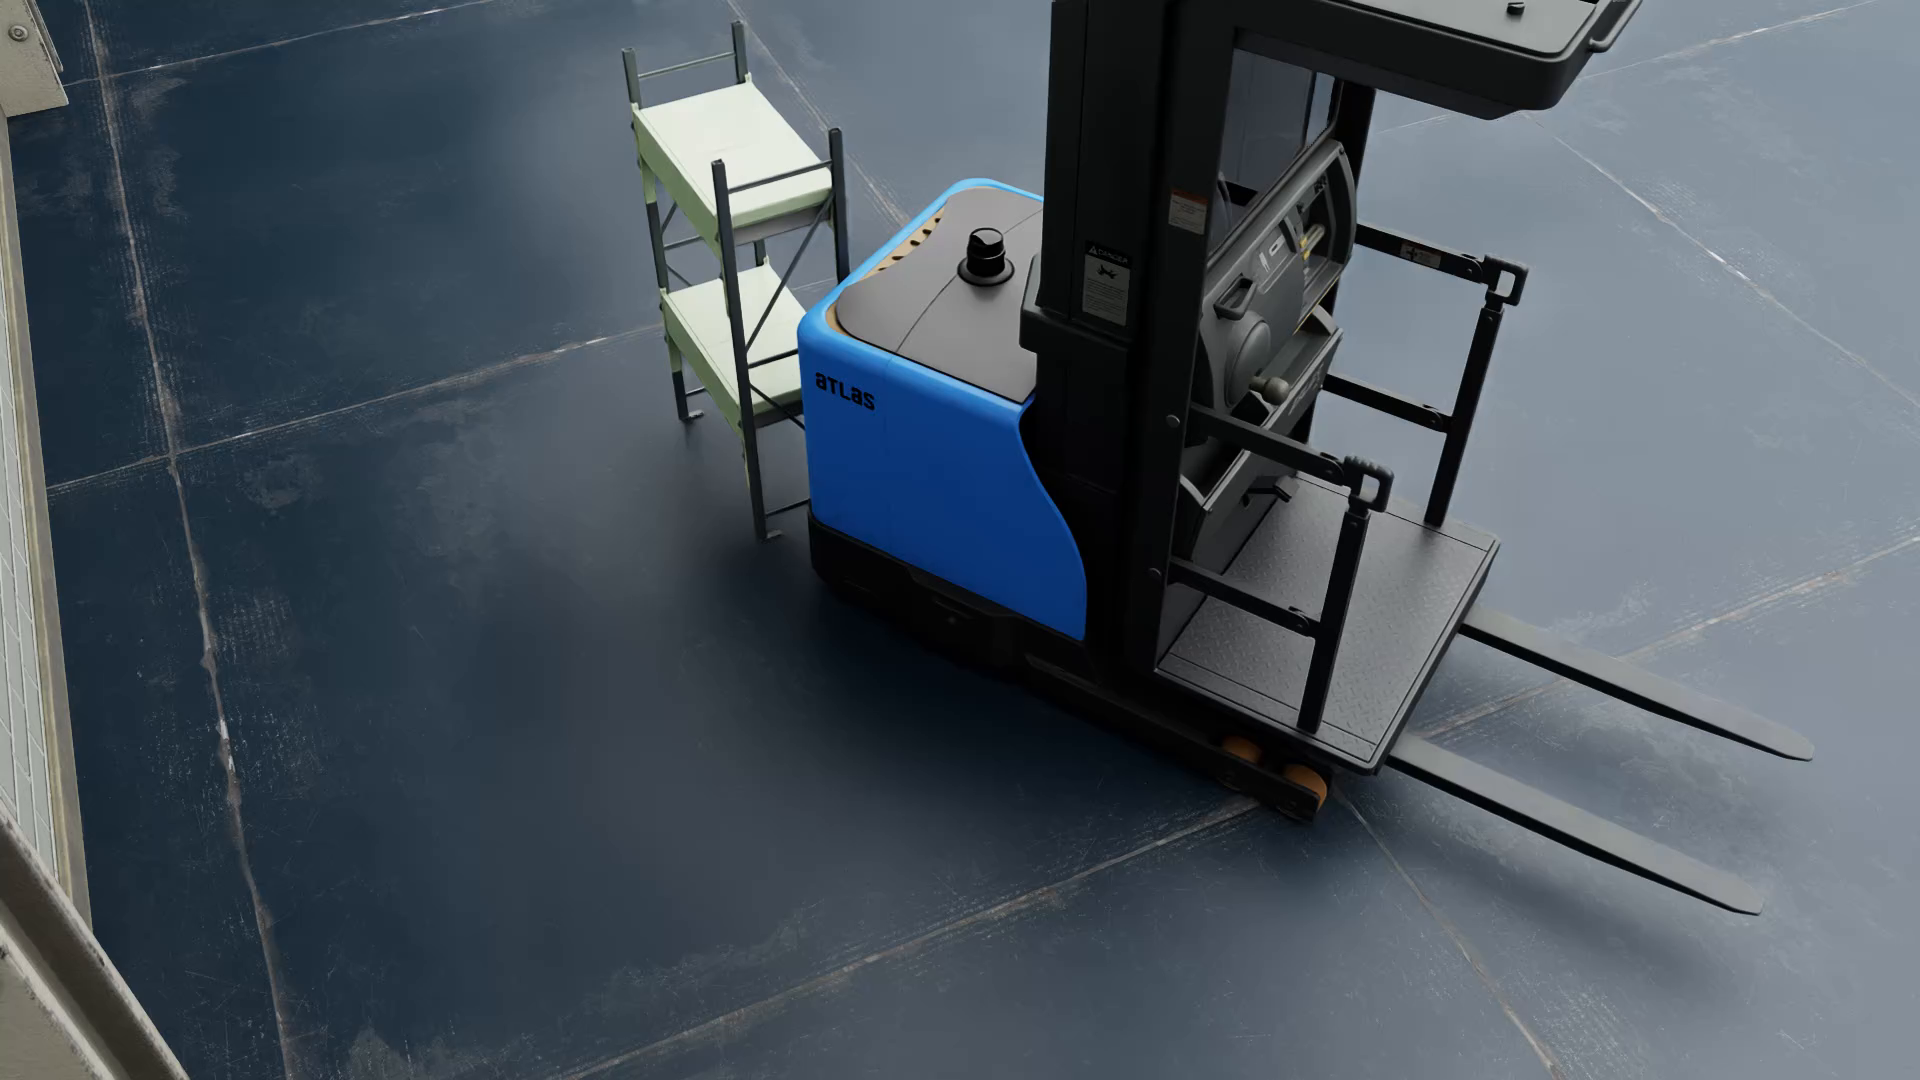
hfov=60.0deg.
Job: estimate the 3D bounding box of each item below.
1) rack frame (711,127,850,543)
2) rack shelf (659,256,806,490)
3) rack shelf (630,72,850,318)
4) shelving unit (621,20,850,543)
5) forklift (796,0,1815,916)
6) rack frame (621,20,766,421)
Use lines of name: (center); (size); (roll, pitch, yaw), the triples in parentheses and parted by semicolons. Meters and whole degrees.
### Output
rack frame: (-0.524, -0.595, 5.285); (0.400, 1.500, 0.023); (-21, 48, -20)
rack shelf: (-0.696, -0.590, 5.744); (0.431, 0.370, 0.720); (-21, 48, -20)
rack shelf: (-0.696, -1.100, 5.241); (0.431, 0.370, 0.720); (-21, 48, -20)
shelving unit: (-0.696, -0.822, 5.515); (0.431, 1.500, 0.755); (-21, 48, -20)
forklift: (1.022, -0.651, 4.323); (3.031, 2.935, 1.130); (24, 49, 22)
rack frame: (-0.869, -1.049, 5.745); (0.400, 1.500, 0.023); (-21, 48, -20)
